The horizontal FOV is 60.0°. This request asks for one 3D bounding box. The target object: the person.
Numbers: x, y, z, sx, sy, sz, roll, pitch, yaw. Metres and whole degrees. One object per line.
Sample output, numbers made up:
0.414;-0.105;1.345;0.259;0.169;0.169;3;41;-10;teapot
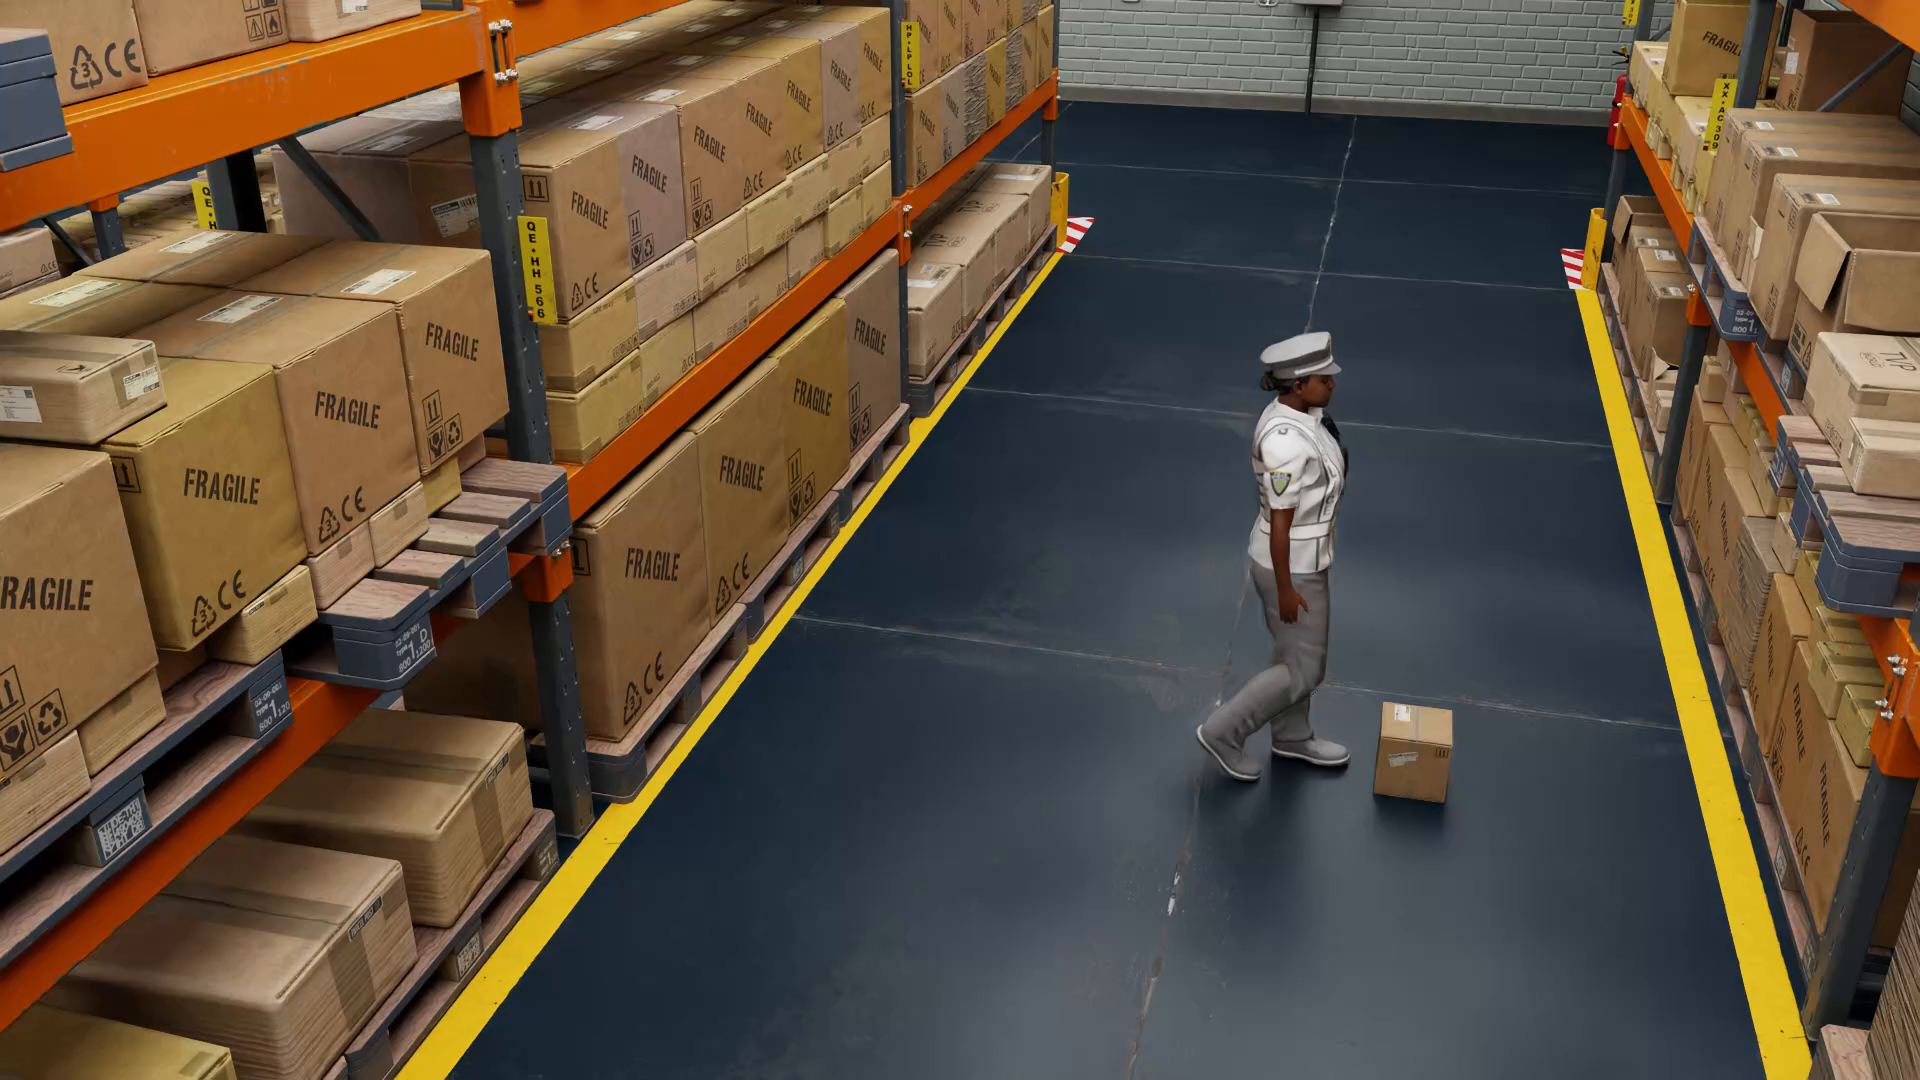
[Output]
1.179;0.068;5.917;0.562;1.673;0.465;6;26;13;person
